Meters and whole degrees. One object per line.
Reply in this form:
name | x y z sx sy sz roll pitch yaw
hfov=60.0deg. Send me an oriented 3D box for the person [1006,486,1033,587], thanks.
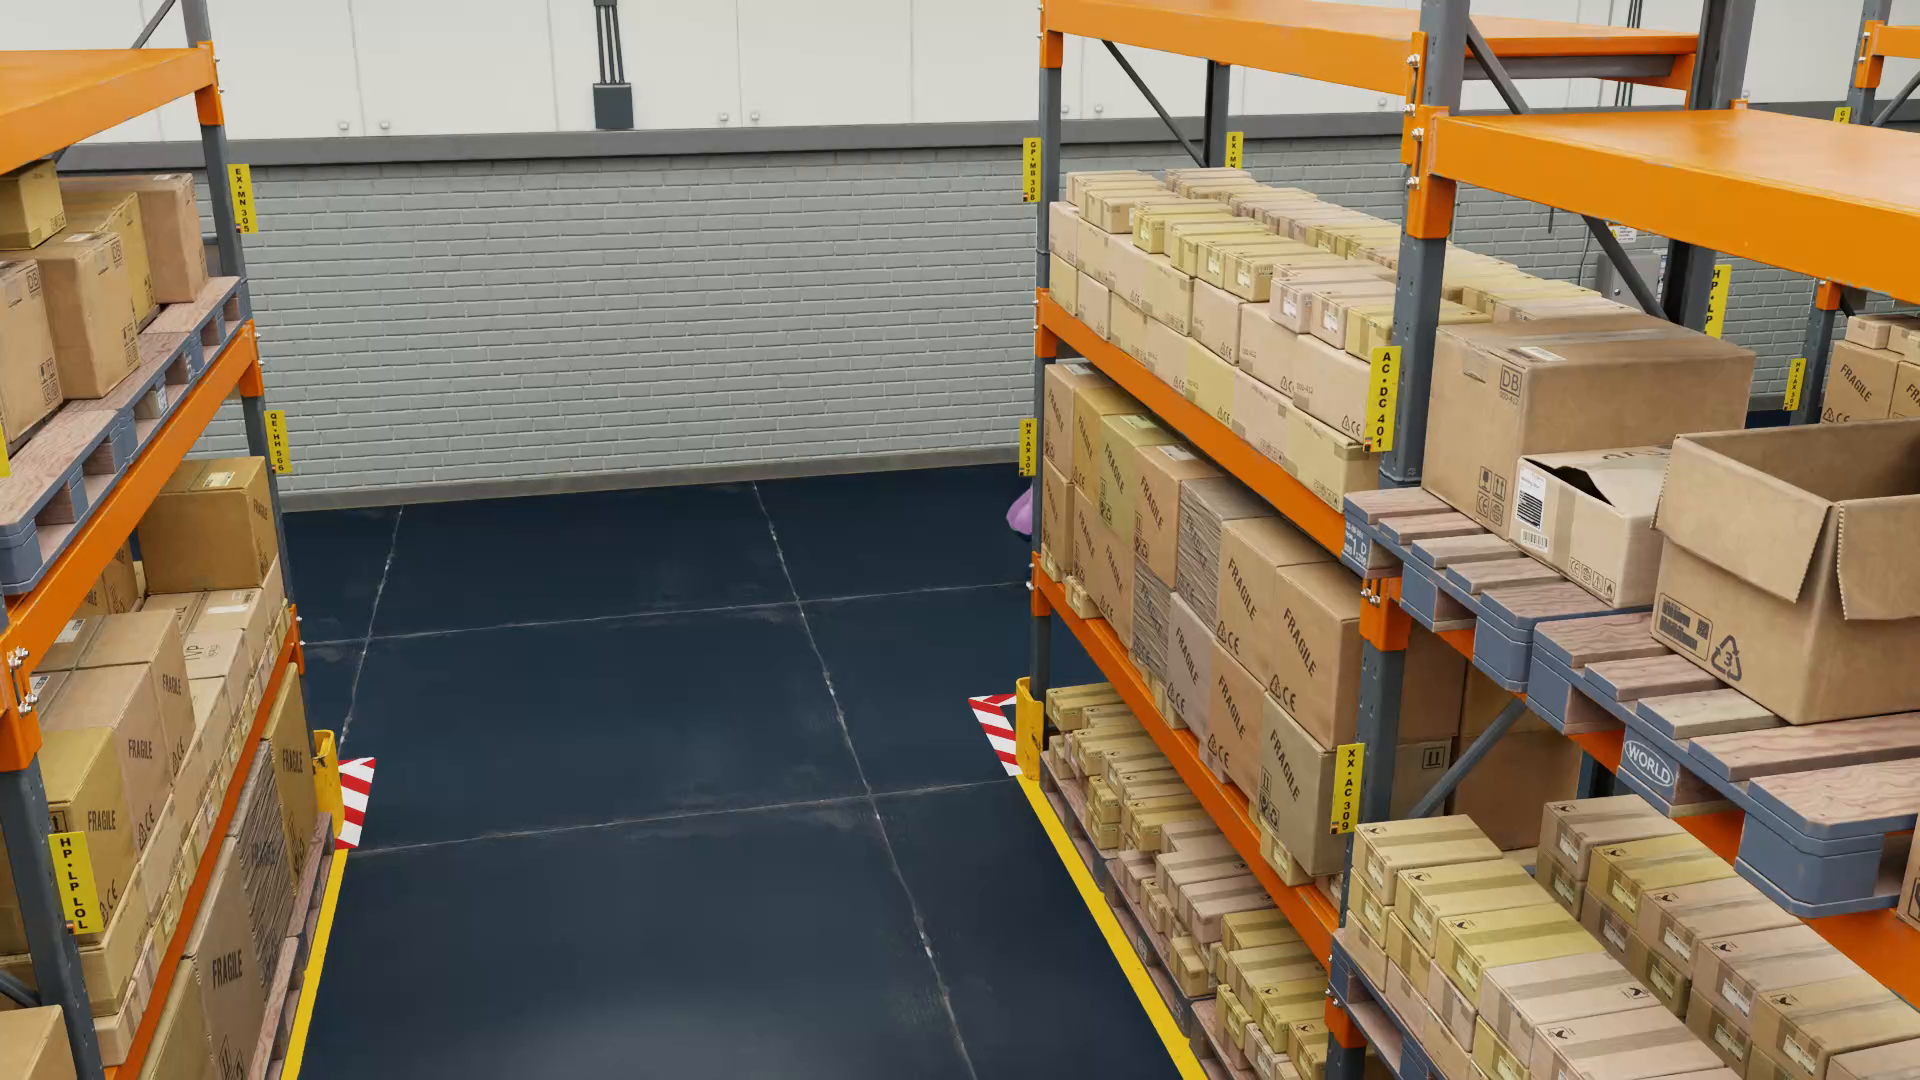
person | 0.709 -0.106 12.247 0.768 1.008 0.454 -5 20 -13
